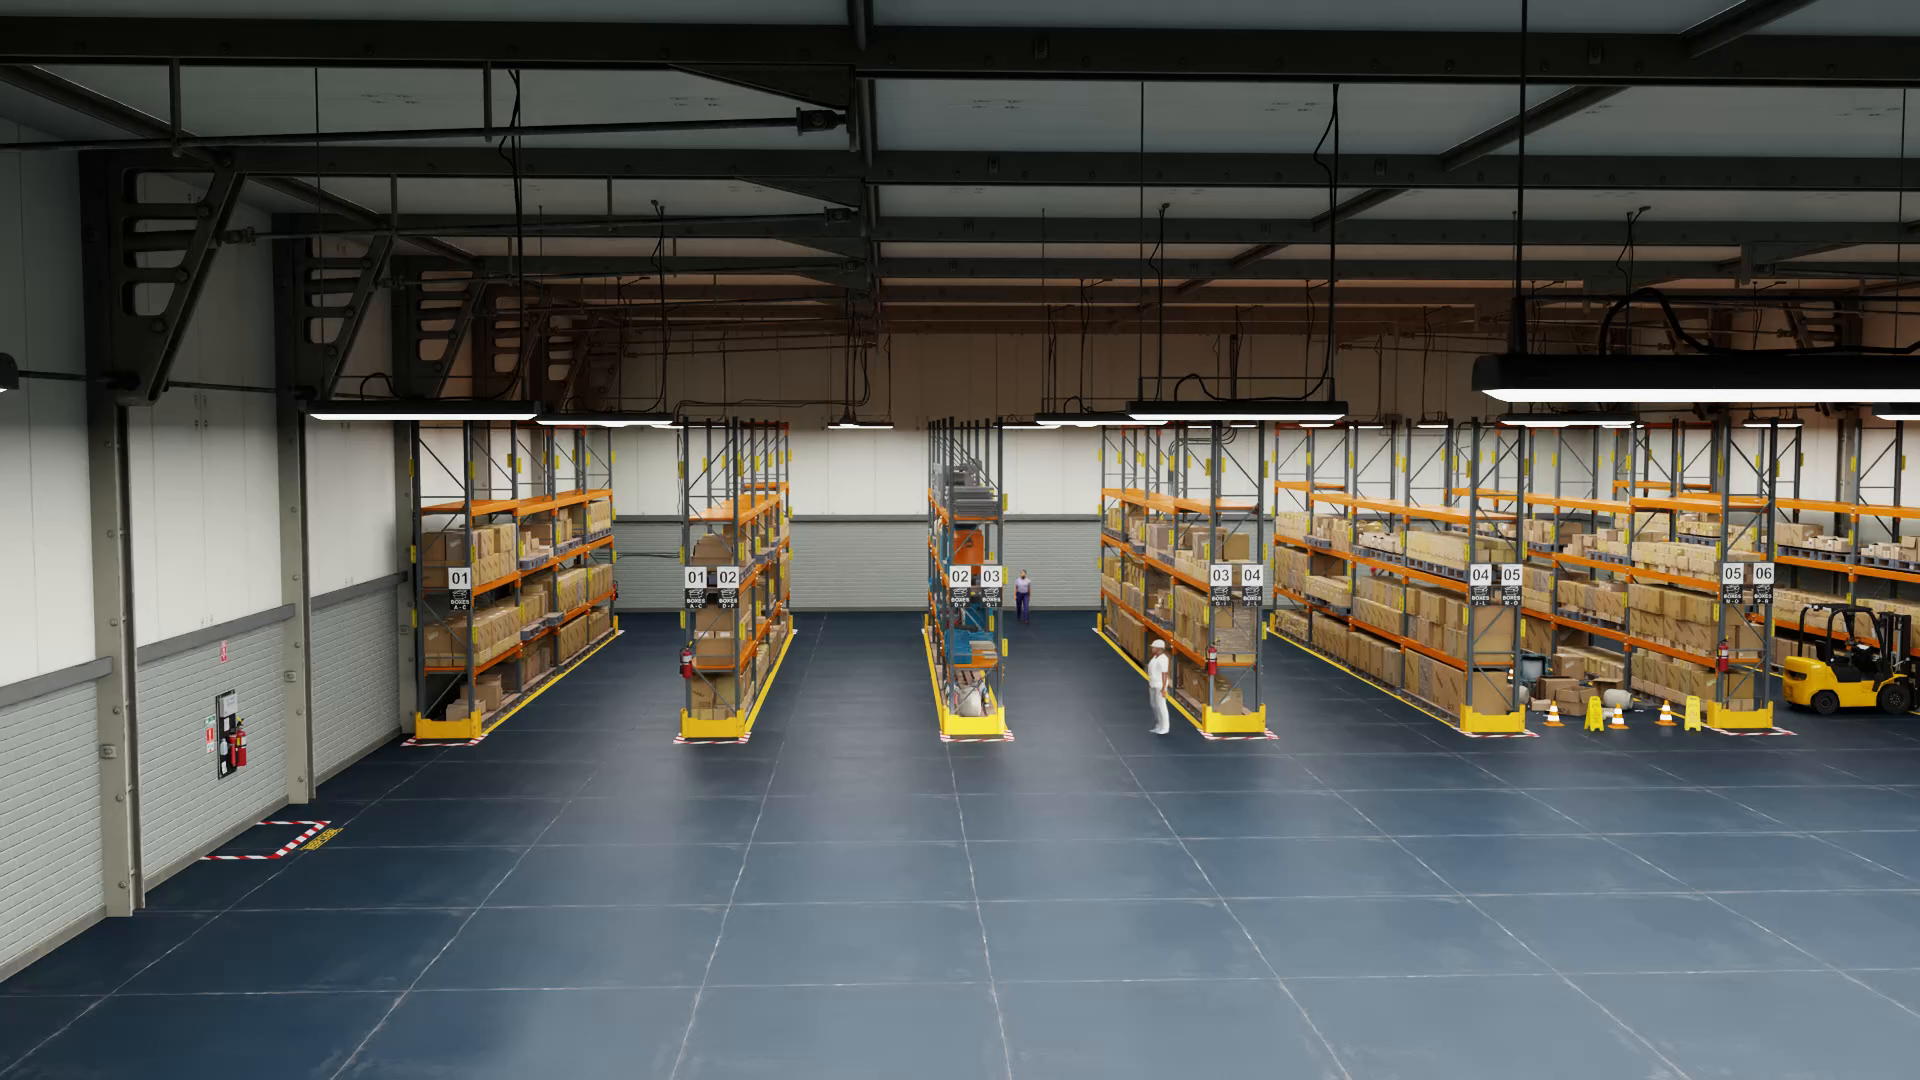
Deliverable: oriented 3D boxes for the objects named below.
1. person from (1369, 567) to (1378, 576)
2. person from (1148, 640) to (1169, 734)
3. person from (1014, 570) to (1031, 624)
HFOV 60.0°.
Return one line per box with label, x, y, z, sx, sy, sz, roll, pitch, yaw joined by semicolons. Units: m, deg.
person;12.108;1.660;48.608;0.613;1.807;0.382;0;4;0
person;3.767;2.789;31.503;0.366;1.802;0.679;-1;4;-14
person;1.853;1.689;49.443;0.505;1.603;0.997;0;4;1
